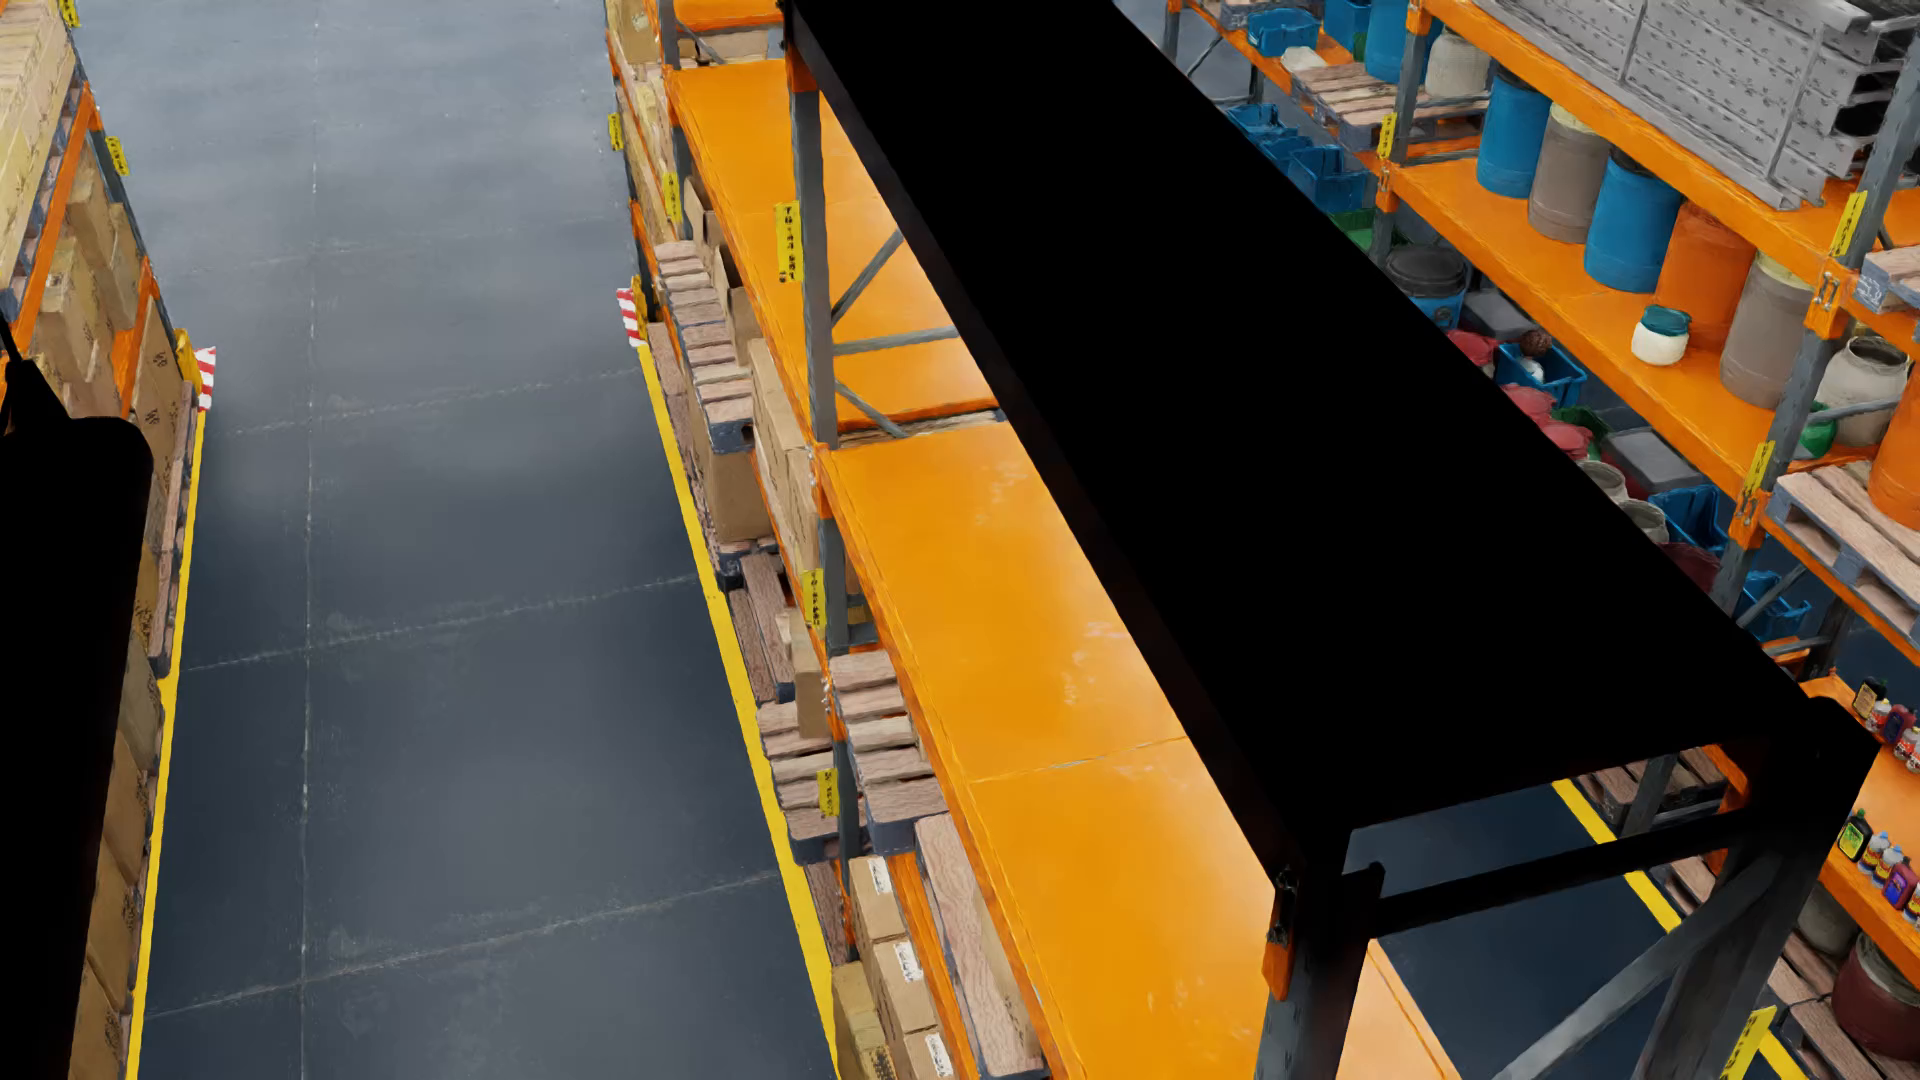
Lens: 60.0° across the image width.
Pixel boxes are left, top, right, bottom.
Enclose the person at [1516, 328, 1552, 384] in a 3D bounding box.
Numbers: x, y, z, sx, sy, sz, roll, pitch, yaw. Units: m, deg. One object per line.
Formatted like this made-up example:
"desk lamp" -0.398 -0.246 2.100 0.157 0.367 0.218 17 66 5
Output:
"person" 4.065 -0.883 12.306 0.562 1.584 0.567 -19 42 -23
